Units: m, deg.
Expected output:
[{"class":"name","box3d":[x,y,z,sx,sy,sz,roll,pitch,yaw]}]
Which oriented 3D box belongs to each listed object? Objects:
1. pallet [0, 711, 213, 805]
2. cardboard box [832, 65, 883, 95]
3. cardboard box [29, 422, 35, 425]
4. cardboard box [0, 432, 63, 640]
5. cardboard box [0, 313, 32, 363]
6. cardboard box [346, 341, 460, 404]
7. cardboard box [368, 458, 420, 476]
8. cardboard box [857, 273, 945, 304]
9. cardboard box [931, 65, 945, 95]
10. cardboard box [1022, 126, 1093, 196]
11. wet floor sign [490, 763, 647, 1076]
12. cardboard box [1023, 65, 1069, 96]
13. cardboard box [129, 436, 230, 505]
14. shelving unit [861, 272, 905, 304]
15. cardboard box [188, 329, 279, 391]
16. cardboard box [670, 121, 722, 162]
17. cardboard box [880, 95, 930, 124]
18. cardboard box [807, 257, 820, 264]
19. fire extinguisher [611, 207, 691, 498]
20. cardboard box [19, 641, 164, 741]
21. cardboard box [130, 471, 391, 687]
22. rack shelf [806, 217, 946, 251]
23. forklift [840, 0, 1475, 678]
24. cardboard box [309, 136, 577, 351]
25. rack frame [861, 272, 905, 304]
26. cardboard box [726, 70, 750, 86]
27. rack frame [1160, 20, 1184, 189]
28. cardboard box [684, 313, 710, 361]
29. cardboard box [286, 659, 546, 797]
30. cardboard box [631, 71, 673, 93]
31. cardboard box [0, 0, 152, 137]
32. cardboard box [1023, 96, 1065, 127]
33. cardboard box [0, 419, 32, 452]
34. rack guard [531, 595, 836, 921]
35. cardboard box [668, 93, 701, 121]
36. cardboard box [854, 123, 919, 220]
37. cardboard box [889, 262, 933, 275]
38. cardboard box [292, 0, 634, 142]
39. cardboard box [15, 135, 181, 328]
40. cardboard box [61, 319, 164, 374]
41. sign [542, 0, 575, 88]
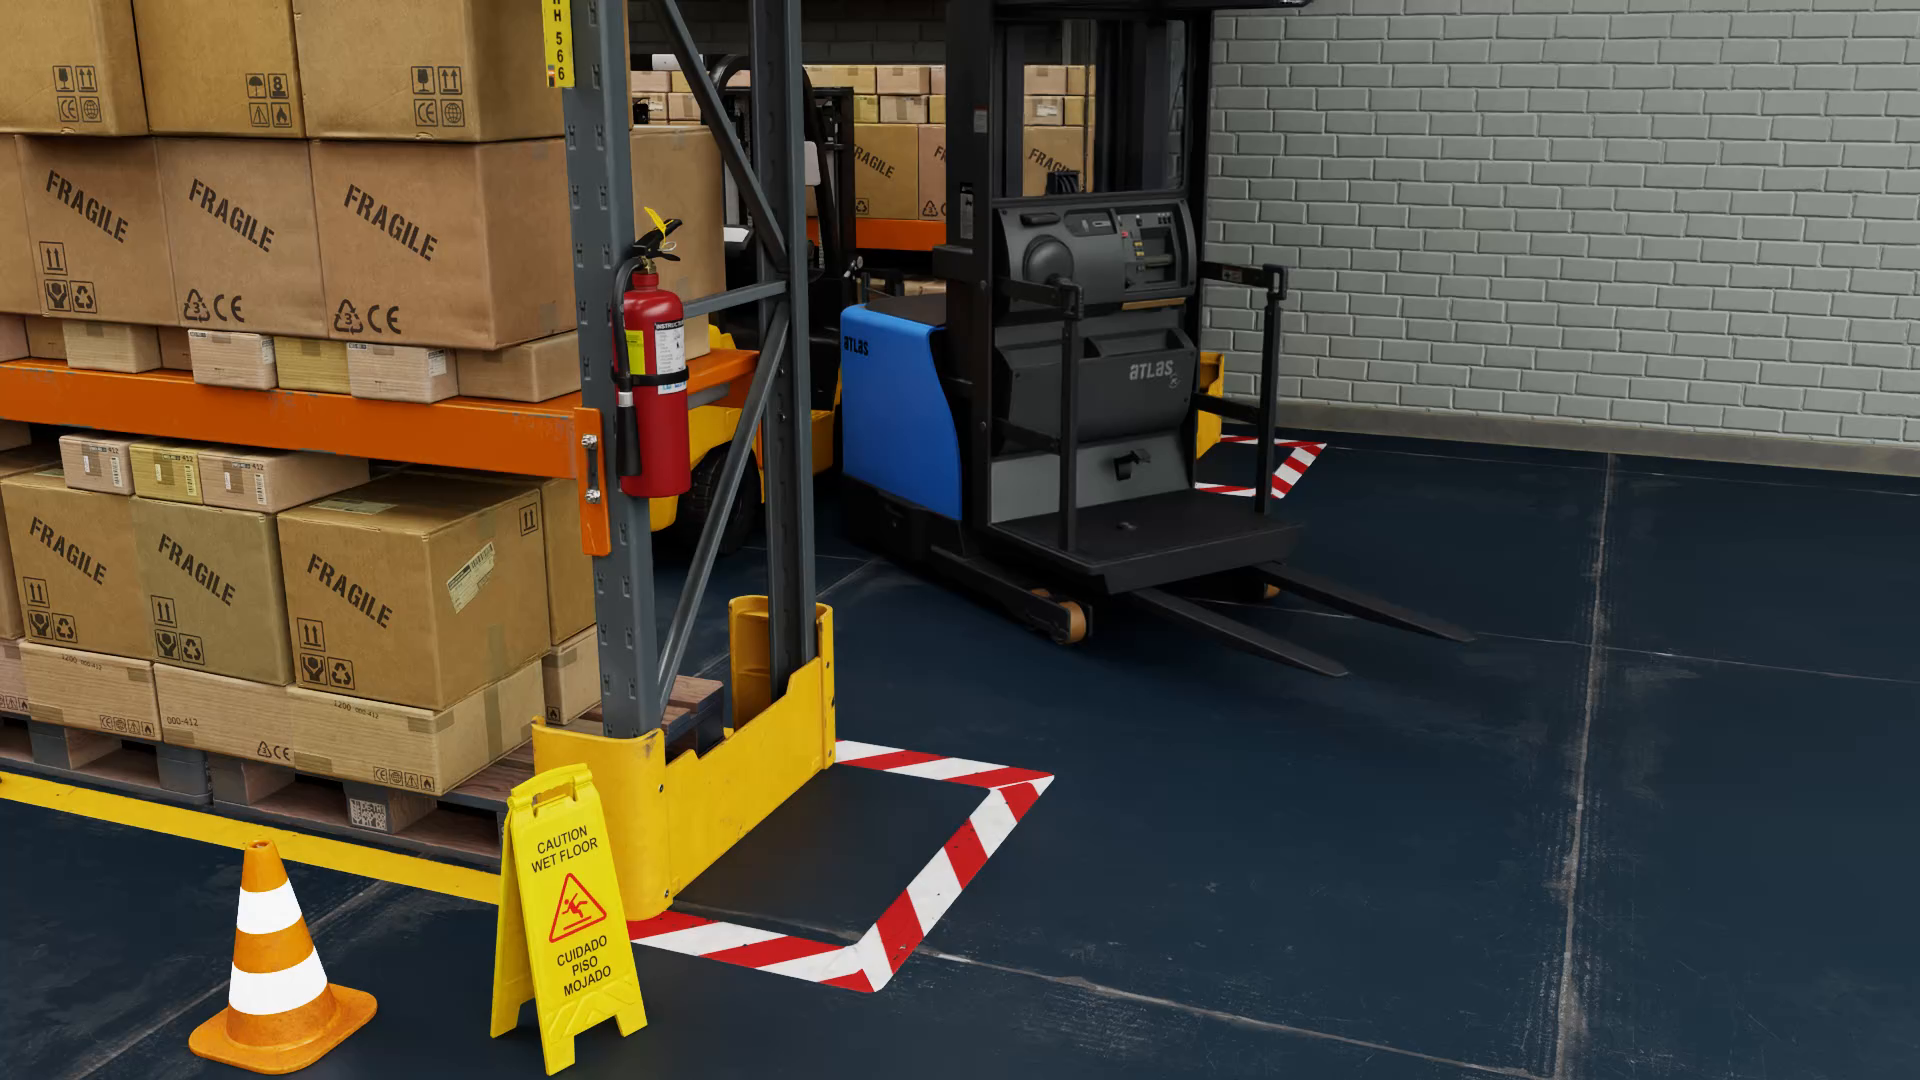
[{"class":"pallet","box3d":[-2.623,0.500,5.572,1.213,0.211,1.003,6,17,21]},{"class":"cardboard box","box3d":[-0.495,-2.490,8.995,0.250,0.149,0.380,7,17,22]},{"class":"cardboard box","box3d":[-3.277,-0.222,5.890,0.500,0.500,0.500,7,17,22]},{"class":"cardboard box","box3d":[-2.966,-0.028,5.225,0.500,0.500,0.500,7,18,24]},{"class":"cardboard box","box3d":[-2.793,-0.635,4.931,0.250,0.149,0.380,6,17,20]},{"class":"cardboard box","box3d":[-1.381,-0.473,4.373,0.250,0.149,0.380,6,17,20]},{"class":"cardboard box","box3d":[-1.838,-0.064,5.347,0.500,0.500,0.500,6,17,19]},{"class":"cardboard box","box3d":[-0.354,-1.329,9.255,0.500,0.250,0.500,7,17,21]},{"class":"cardboard box","box3d":[0.030,-2.467,8.916,0.250,0.149,0.380,6,17,21]},{"class":"cardboard box","box3d":[0.585,-1.932,8.767,0.500,0.500,0.500,6,17,19]},{"class":"wet floor sign","box3d":[-0.894,0.814,3.712,0.232,0.644,0.267,14,21,40]},{"class":"cardboard box","box3d":[0.488,-2.403,8.694,0.250,0.149,0.380,6,17,21]},{"class":"cardboard box","box3d":[-2.118,-0.227,4.747,0.250,0.149,0.380,7,17,22]},{"class":"shelving unit","box3d":[0.092,-0.772,8.314,1.048,1.125,0.538,-7,18,-23]},{"class":"cardboard box","box3d":[-1.862,-0.523,4.546,0.250,0.149,0.380,7,17,22]},{"class":"cardboard box","box3d":[-1.303,-2.145,9.502,0.500,0.500,0.500,6,17,20]},{"class":"cardboard box","box3d":[-0.246,-2.328,8.969,0.250,0.149,0.380,6,17,19]},{"class":"cardboard box","box3d":[-1.110,-1.568,10.081,0.500,0.250,0.500,6,17,21]},{"class":"fire extinguisher","box3d":[-0.741,-0.445,3.966,0.183,0.674,0.296,6,17,21]},{"class":"cardboard box","box3d":[-2.497,0.385,5.145,0.500,0.250,0.500,6,17,19]},{"class":"cardboard box","box3d":[-2.006,0.078,4.857,0.500,0.500,0.500,7,18,23]},{"class":"rack shelf","box3d":[-0.721,-1.760,9.648,4.000,0.370,1.077,6,17,21]},{"class":"forklift","box3d":[0.670,-1.159,6.408,1.130,2.935,3.031,-10,19,-31]},{"class":"cardboard box","box3d":[-1.284,-0.788,4.296,0.500,0.500,0.500,6,17,20]},{"class":"rack frame","box3d":[-0.372,-0.714,8.116,0.032,1.125,0.500,-7,18,-23]},{"class":"cardboard box","box3d":[-1.167,-2.592,9.346,0.250,0.149,0.380,6,17,20]},{"class":"rack frame","box3d":[1.139,-1.901,8.843,0.127,3.000,1.000,6,17,21]},{"class":"cardboard box","box3d":[-0.919,-0.581,4.746,0.250,0.149,0.380,6,17,21]},{"class":"cardboard box","box3d":[-1.552,0.490,4.785,0.500,0.250,0.500,6,17,20]},{"class":"cardboard box","box3d":[-1.675,-2.623,9.453,0.250,0.149,0.380,7,17,22]},{"class":"cardboard box","box3d":[-2.214,-1.359,4.470,0.500,0.500,0.700,6,17,20]},{"class":"cardboard box","box3d":[0.465,-2.242,8.674,0.250,0.149,0.380,7,17,22]},{"class":"cardboard box","box3d":[-3.125,-0.338,5.128,0.250,0.149,0.380,7,18,24]},{"class":"rack guard","box3d":[-0.749,0.579,4.782,0.348,0.500,1.175,6,17,21]},{"class":"cardboard box","box3d":[-1.442,-2.452,9.397,0.250,0.149,0.380,6,17,20]},{"class":"cardboard box","box3d":[-0.371,-2.039,9.139,0.500,0.500,0.500,6,17,20]},{"class":"cardboard box","box3d":[-0.166,-1.465,9.725,0.500,0.250,0.500,6,17,20]},{"class":"cardboard box","box3d":[-1.234,-1.280,4.197,0.500,0.500,0.700,6,17,19]},{"class":"cardboard box","box3d":[-2.213,-0.893,4.656,0.500,0.500,0.500,6,17,20]},{"class":"cardboard box","box3d":[-2.320,-0.588,4.771,0.250,0.149,0.380,6,17,20]},{"class":"sign","box3d":[-0.901,-1.179,3.713,0.005,0.325,0.100,6,17,21]}]
